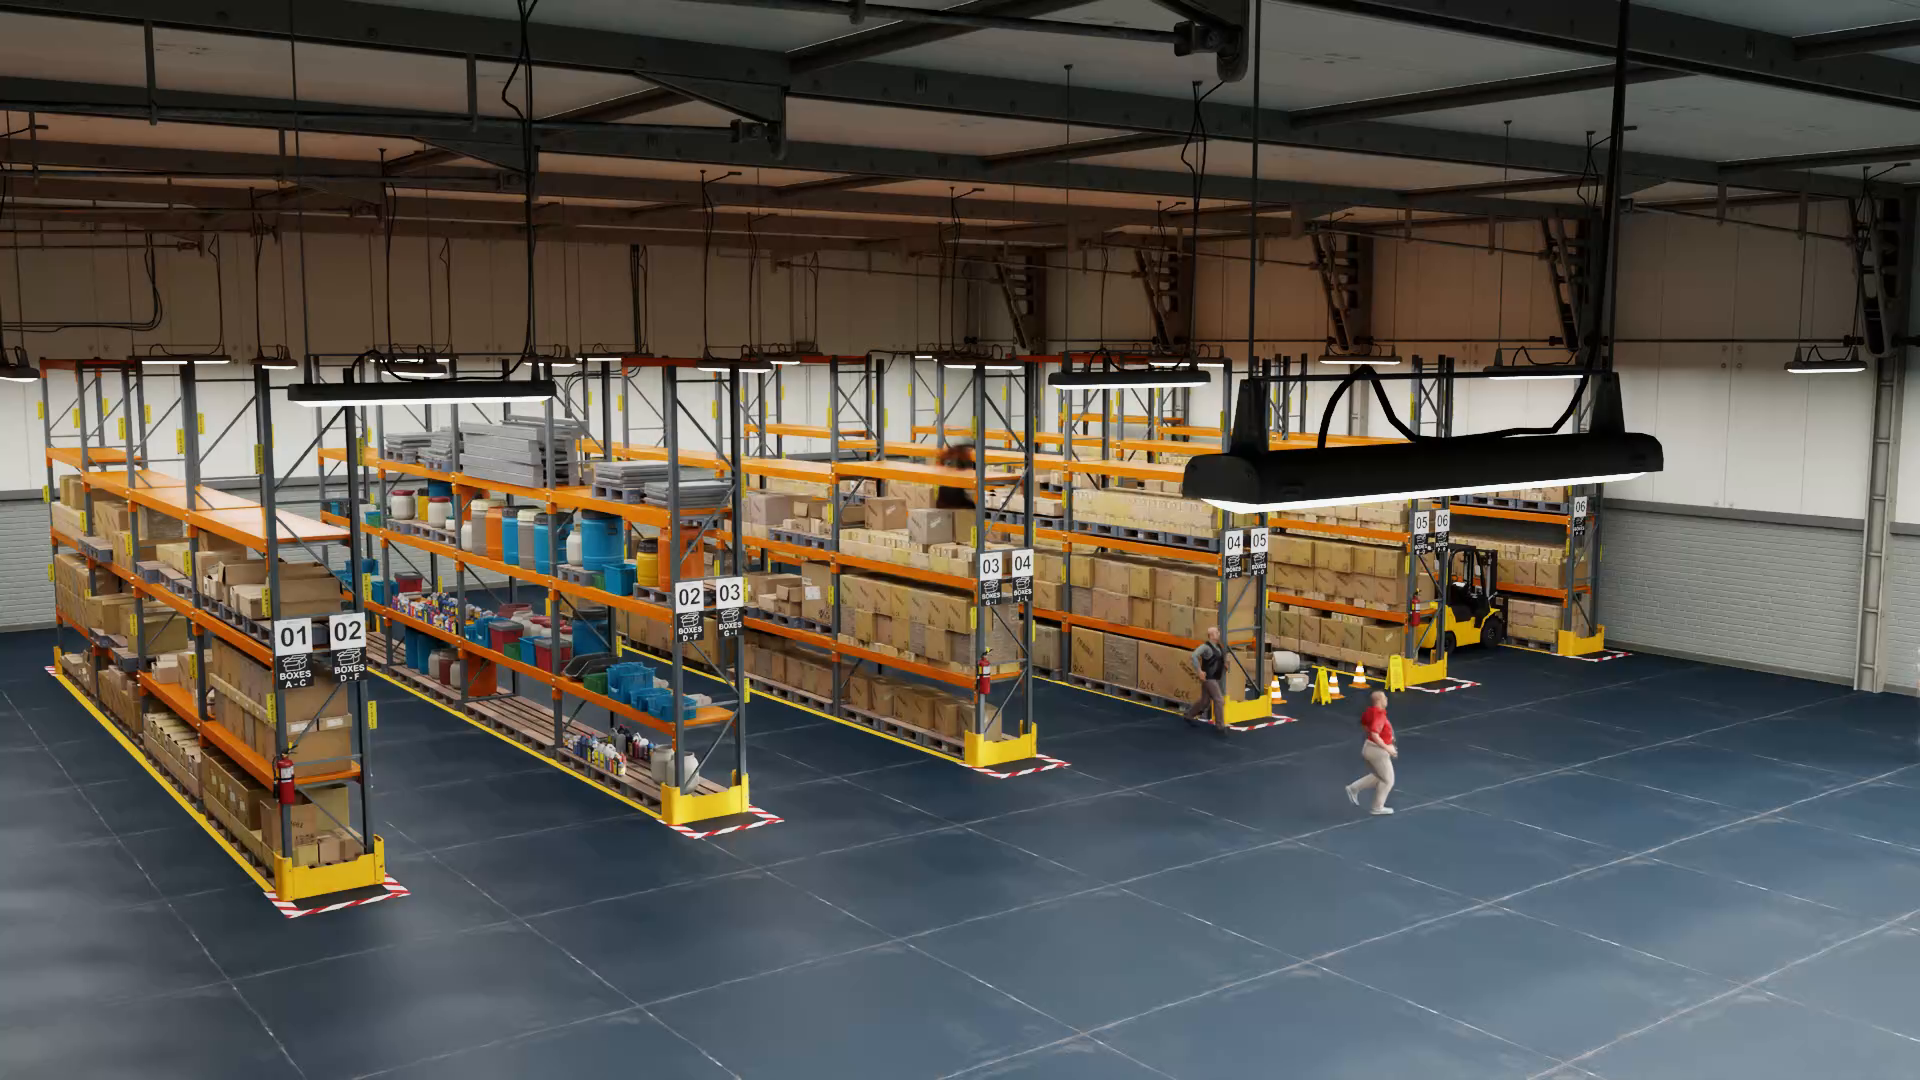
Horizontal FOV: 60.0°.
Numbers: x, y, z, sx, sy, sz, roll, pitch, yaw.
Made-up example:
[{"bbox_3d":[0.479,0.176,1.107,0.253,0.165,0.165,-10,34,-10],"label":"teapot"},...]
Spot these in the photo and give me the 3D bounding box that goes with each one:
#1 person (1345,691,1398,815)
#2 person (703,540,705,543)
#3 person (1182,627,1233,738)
[{"bbox_3d":[5.518,2.838,22.175,0.664,1.682,0.656,0,7,-4],"label":"person"},{"bbox_3d":[-6.261,0.750,39.742,0.623,1.530,0.915,-1,7,-8],"label":"person"},{"bbox_3d":[4.021,2.267,26.800,0.895,1.755,0.664,3,8,26],"label":"person"}]
